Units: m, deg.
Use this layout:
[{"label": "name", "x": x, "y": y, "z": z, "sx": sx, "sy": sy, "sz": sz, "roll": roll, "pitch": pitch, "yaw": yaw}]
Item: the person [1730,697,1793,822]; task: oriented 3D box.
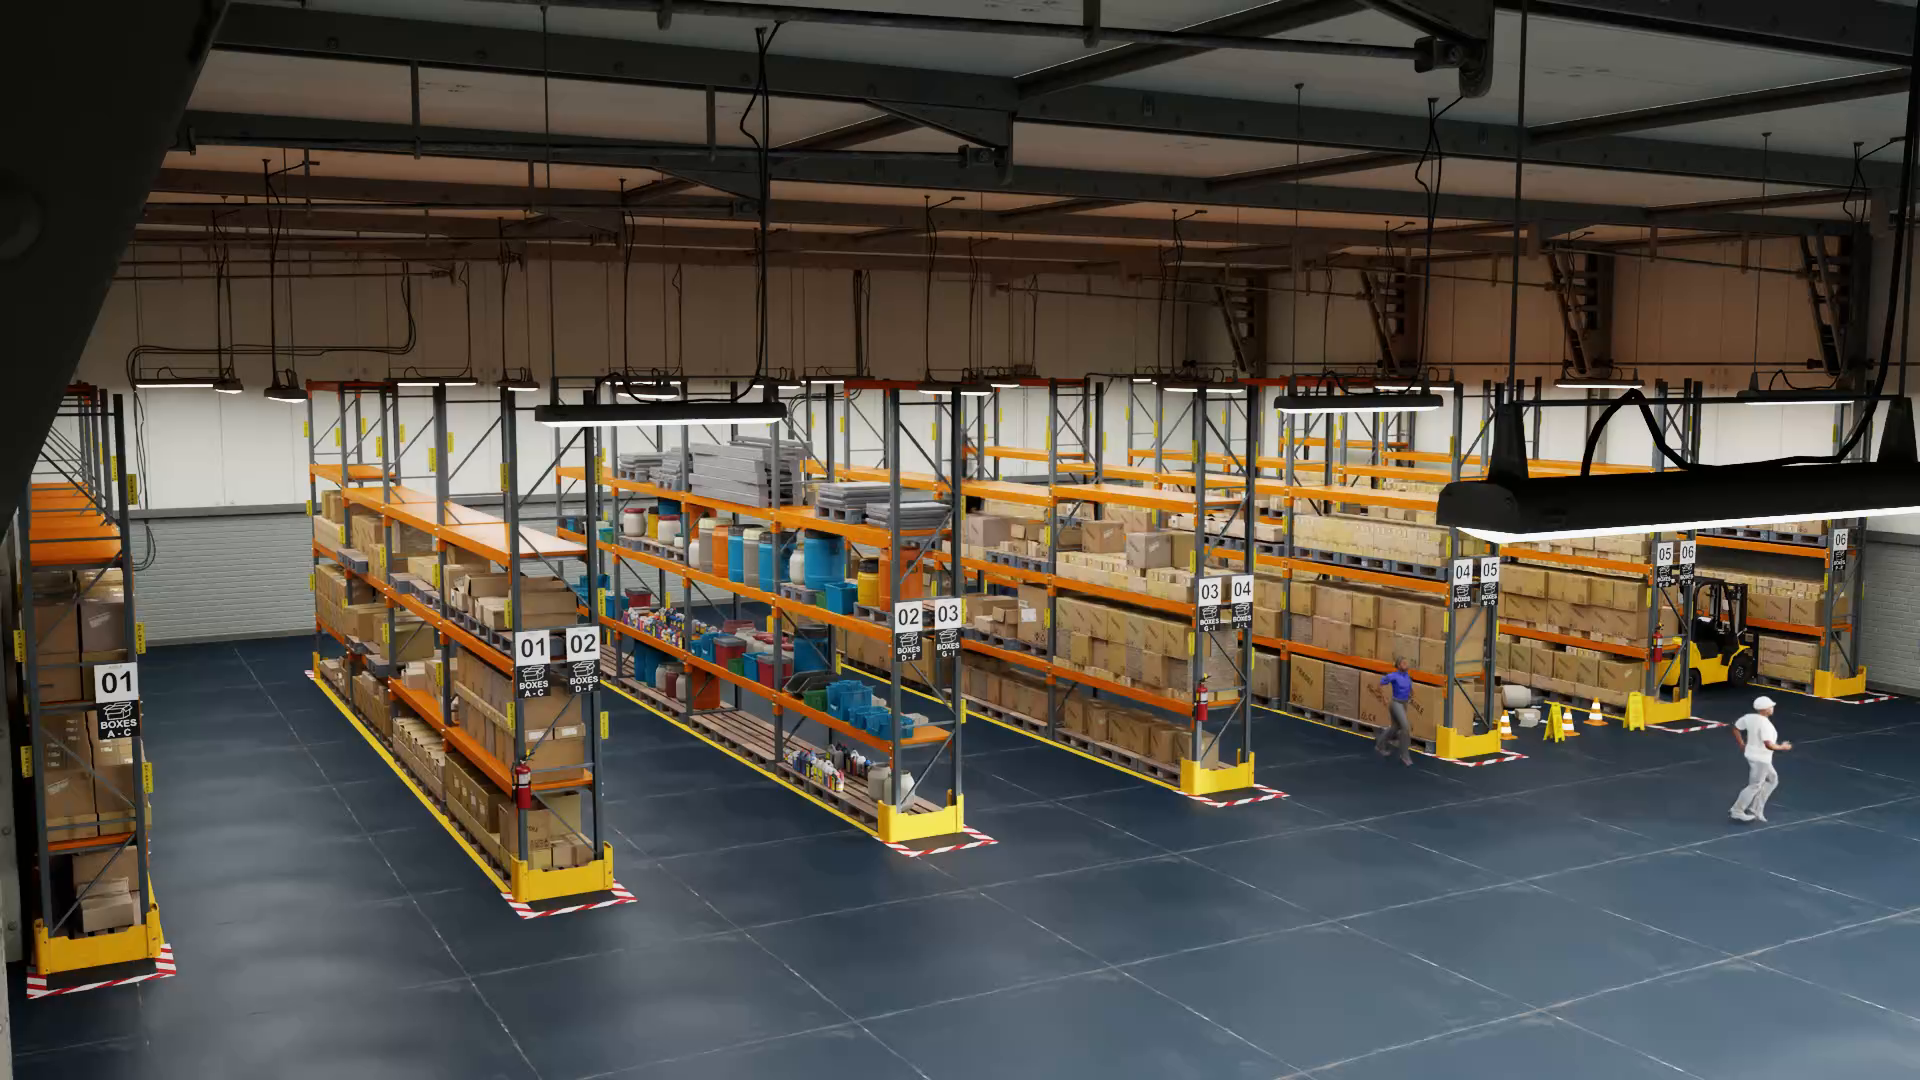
[{"label": "person", "x": 11.006, "y": 3.042, "z": 22.857, "sx": 0.733, "sy": 1.801, "sz": 0.679, "roll": 1, "pitch": 6, "yaw": 10}]

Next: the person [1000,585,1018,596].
[{"label": "person", "x": 1.358, "y": 0.976, "z": 42.759, "sx": 0.760, "sy": 1.713, "sz": 0.578, "roll": -5, "pitch": 8, "yaw": -37}]

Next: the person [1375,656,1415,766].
[{"label": "person", "x": 6.976, "y": 2.708, "z": 26.498, "sx": 0.760, "sy": 1.698, "sz": 0.593, "roll": 6, "pitch": 8, "yaw": 42}]
